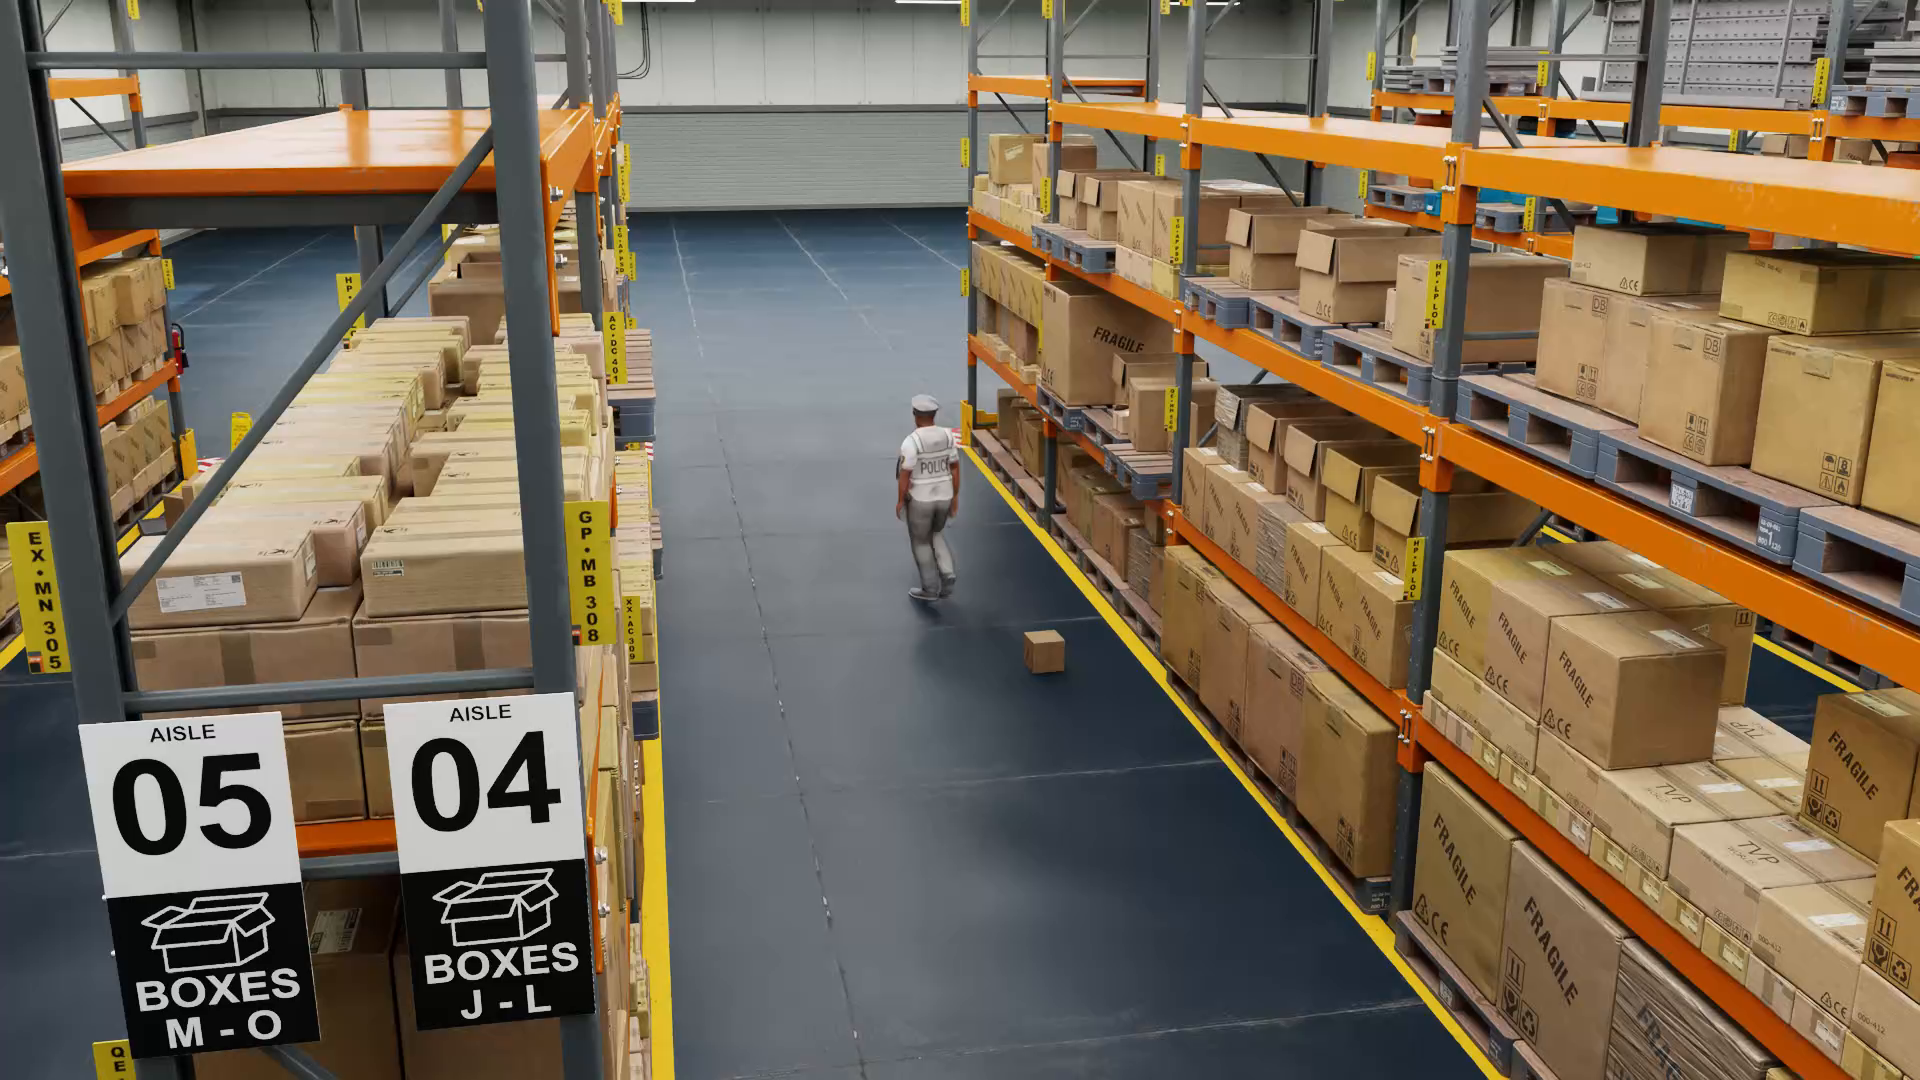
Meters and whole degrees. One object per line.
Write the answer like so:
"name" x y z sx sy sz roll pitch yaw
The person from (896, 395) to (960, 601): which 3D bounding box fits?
"person" -0.286 -0.341 14.132 0.543 1.796 0.452 -12 20 -36
